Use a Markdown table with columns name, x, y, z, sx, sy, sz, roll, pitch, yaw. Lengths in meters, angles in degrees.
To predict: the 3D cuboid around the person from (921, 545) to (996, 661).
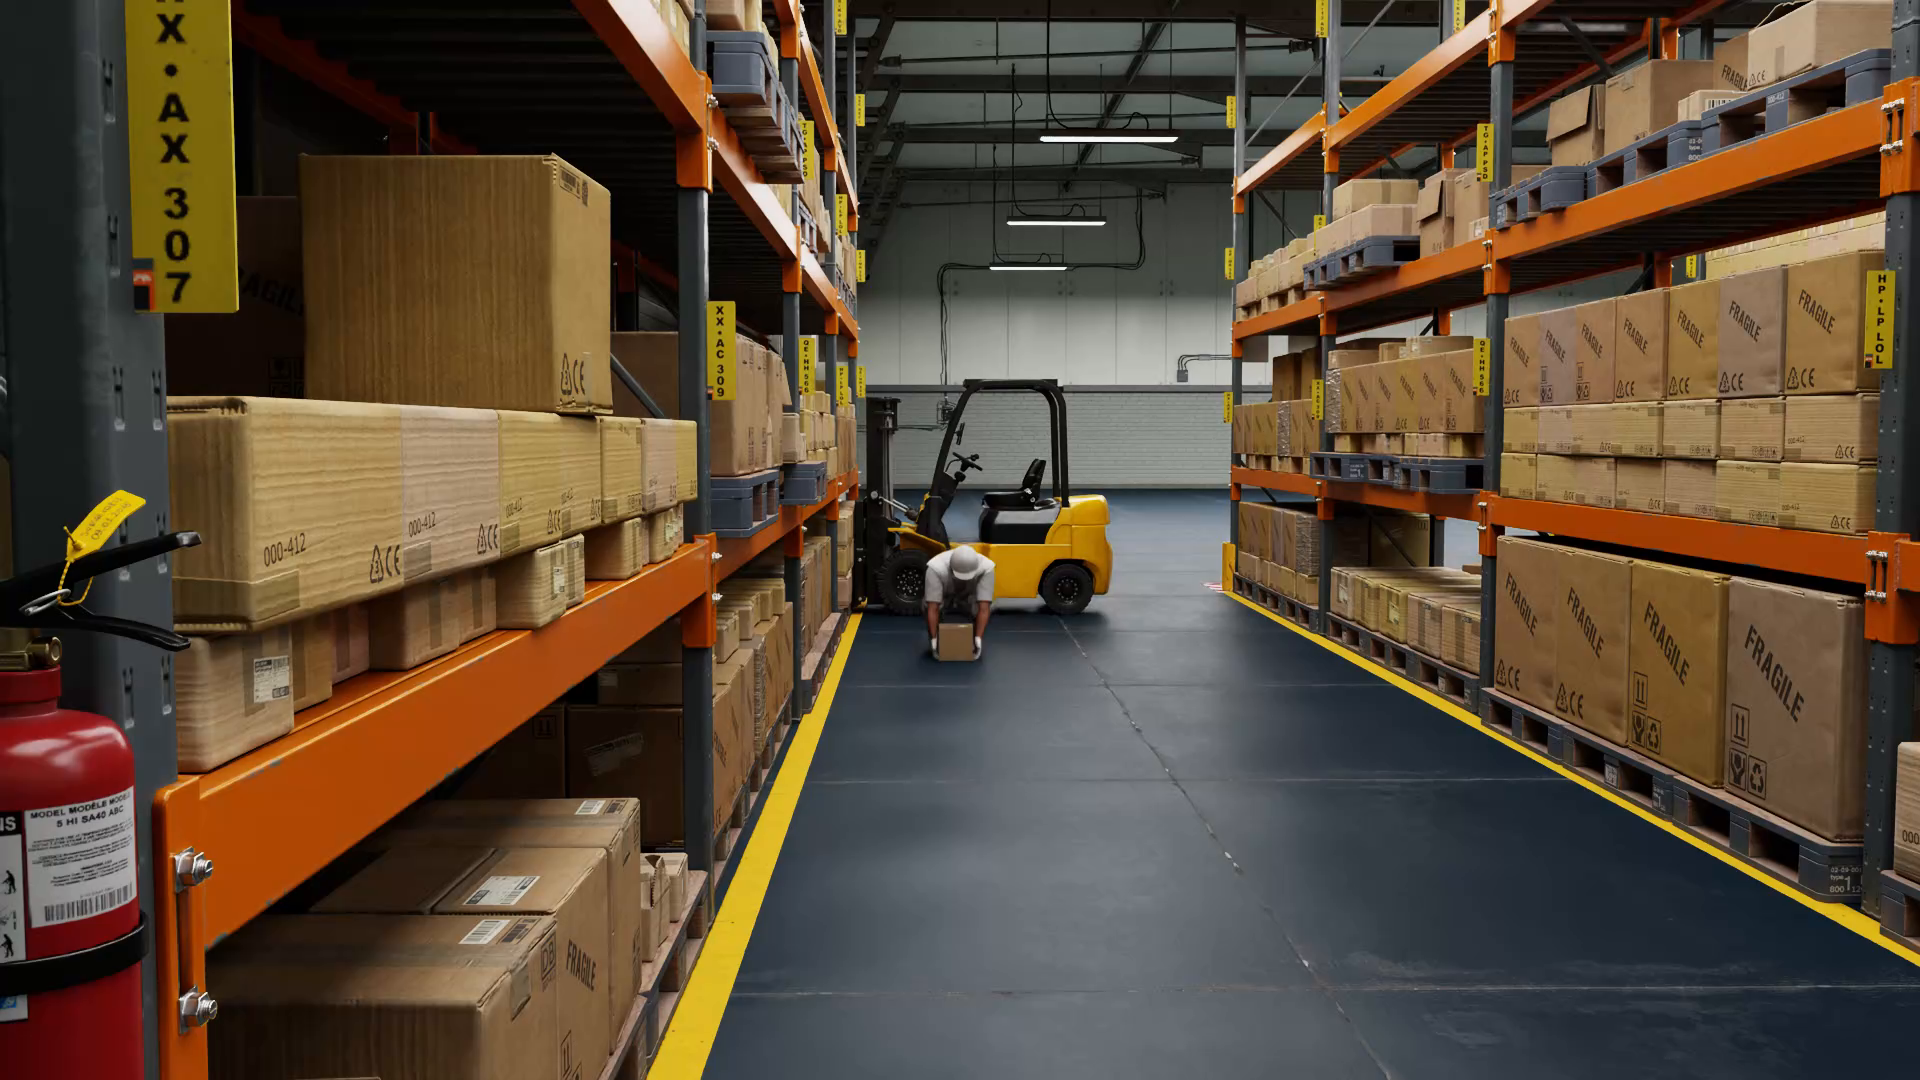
| name | x | y | z | sx | sy | sz | roll | pitch | yaw |
| --- | --- | --- | --- | --- | --- | --- | --- | --- | --- |
| person | -0.010 | 0.453 | 12.553 | 0.569 | 0.885 | 0.913 | 0 | 4 | -1 |
